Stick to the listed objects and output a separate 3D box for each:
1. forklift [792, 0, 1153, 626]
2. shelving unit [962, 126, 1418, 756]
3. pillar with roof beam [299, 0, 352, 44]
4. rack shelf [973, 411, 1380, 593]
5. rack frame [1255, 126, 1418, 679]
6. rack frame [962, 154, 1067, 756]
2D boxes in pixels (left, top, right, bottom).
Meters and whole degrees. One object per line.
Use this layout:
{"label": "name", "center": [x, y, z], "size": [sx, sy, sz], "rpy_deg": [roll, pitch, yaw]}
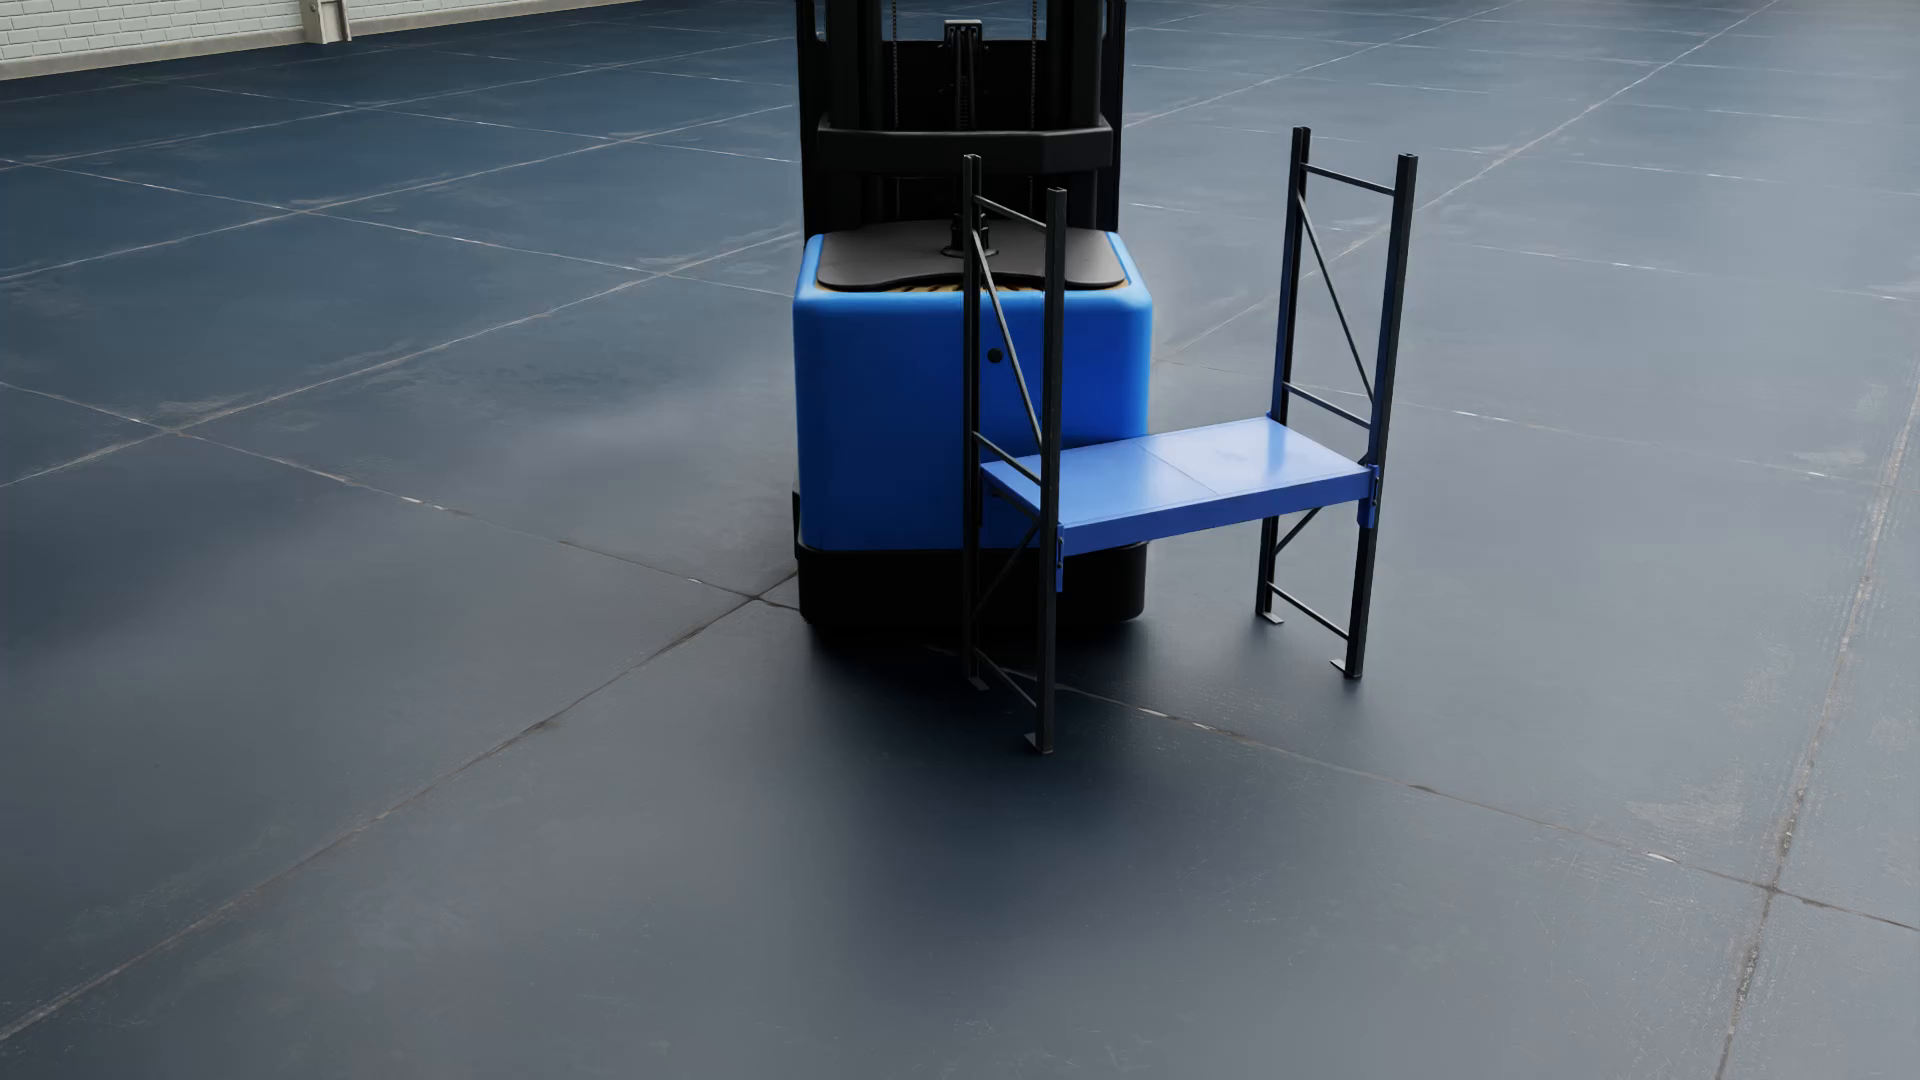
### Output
{"label": "forklift", "center": [-0.005, -1.628, 5.822], "size": [1.130, 2.935, 3.031], "rpy_deg": [-1, 23, -2]}
{"label": "shelving unit", "center": [0.588, -0.291, 4.535], "size": [1.048, 1.500, 0.538], "rpy_deg": [-11, 26, -23]}
{"label": "pillar with roof beam", "center": [-3.453, -8.843, 14.850], "size": [9.100, 9.000, 0.400], "rpy_deg": [14, 27, 29]}
{"label": "rack shelf", "center": [0.588, -0.126, 4.607], "size": [1.000, 0.185, 0.538], "rpy_deg": [-11, 26, -23]}
{"label": "rack frame", "center": [1.048, -0.377, 4.733], "size": [0.032, 1.500, 0.500], "rpy_deg": [-11, 26, -23]}
{"label": "rack frame", "center": [0.128, -0.206, 4.337], "size": [0.032, 1.500, 0.500], "rpy_deg": [-11, 26, -23]}
